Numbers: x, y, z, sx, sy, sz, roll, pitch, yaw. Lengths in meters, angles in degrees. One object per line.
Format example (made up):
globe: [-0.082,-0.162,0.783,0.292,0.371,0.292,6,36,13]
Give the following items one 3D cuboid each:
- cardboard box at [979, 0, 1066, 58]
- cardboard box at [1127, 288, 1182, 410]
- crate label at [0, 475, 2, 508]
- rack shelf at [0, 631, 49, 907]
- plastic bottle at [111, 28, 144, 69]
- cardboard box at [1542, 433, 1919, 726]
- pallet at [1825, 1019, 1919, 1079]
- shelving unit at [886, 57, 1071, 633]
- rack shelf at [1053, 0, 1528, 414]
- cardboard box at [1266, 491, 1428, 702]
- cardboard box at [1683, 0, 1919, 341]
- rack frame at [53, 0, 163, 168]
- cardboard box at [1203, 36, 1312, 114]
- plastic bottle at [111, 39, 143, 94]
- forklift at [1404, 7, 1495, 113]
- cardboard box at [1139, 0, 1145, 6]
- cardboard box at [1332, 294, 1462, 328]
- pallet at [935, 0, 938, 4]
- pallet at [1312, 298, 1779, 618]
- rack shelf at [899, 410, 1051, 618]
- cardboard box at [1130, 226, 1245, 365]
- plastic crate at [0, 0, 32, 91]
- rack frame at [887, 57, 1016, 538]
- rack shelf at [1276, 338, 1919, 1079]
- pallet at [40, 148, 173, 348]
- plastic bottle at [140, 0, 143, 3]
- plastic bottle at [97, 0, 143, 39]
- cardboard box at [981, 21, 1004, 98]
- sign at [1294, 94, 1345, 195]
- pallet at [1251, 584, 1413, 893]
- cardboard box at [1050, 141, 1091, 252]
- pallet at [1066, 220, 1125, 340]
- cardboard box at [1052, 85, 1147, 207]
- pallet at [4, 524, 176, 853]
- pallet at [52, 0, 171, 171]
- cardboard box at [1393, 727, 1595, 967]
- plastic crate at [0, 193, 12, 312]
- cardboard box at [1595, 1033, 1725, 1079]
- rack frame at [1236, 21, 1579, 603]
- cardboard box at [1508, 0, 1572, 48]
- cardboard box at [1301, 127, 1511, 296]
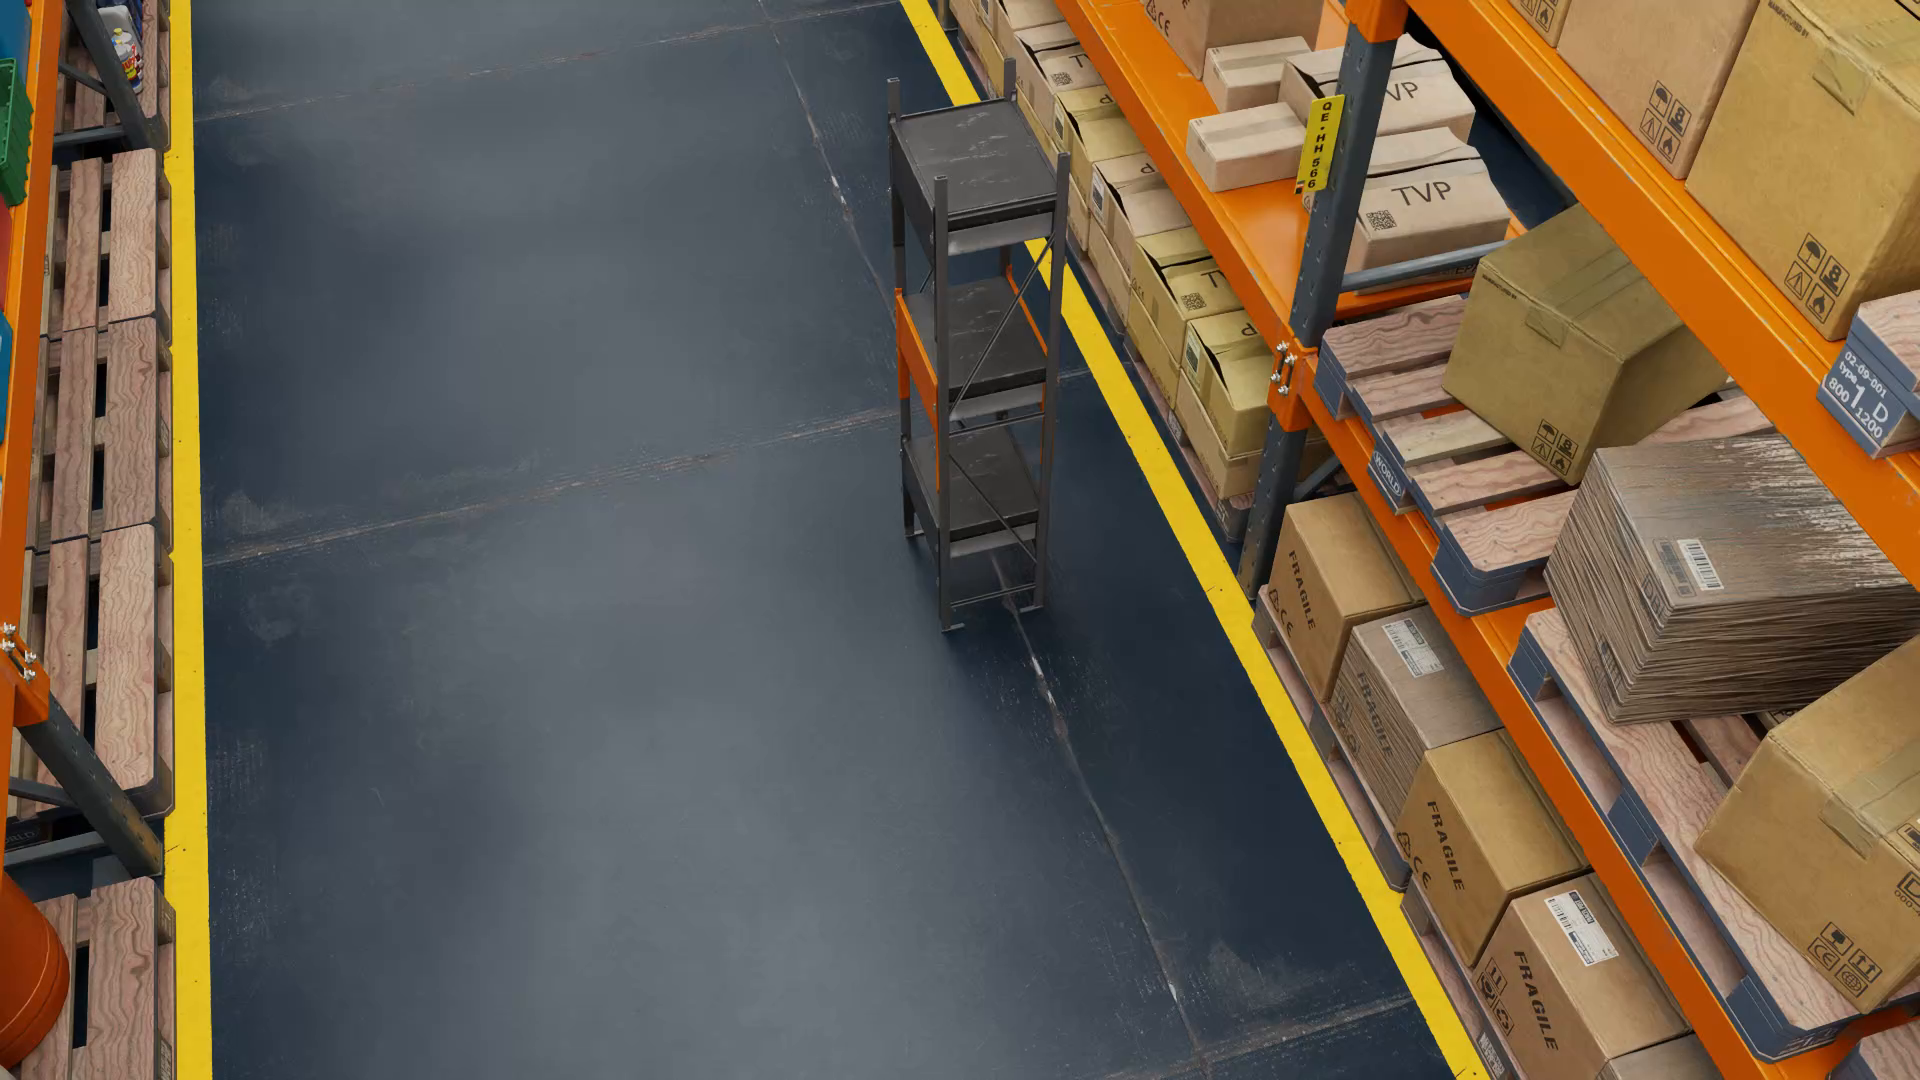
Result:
cardboard box: [0.405,-2.513,7.853,0.500,0.311,0.500,-14,51,-11]
cardboard box: [1.016,-0.841,6.810,0.500,0.250,0.500,-14,51,-11]
crate label: [-2.939,-0.108,4.778,0.303,0.233,0.416,-13,51,-11]
rack shelf: [-2.581,1.923,3.427,1.077,0.370,4.000,-13,51,-11]
plastic bottle: [-4.091,-2.411,8.153,0.097,0.201,0.097,0,50,0]
cardboard box: [1.942,0.091,4.161,0.700,0.500,0.500,-5,50,-4]
pallet: [2.611,1.488,3.449,1.003,0.211,1.213,-13,51,-11]
shelving unit: [0.049,-0.556,5.635,0.431,2.100,0.503,-13,51,-11]
rack shelf: [0.969,-2.116,6.832,1.077,0.370,4.000,-13,51,-11]
cardboard box: [1.422,0.174,5.778,0.500,0.500,0.500,-11,51,-9]
cardboard box: [2.026,-0.822,3.244,0.910,0.500,0.500,-13,51,-11]
rack frame: [-4.355,-2.691,6.846,1.000,3.000,0.127,-13,51,-11]
cardboard box: [1.129,-1.724,6.196,0.380,0.149,0.250,-10,51,-8]
plastic bottle: [-4.031,-2.285,8.001,0.097,0.271,0.097,0,50,0]
forklift: [3.344,-2.872,7.044,1.130,2.935,3.031,-20,53,-16]
cardboard box: [0.893,-2.525,6.641,0.500,0.500,0.500,-13,51,-11]
cardboard box: [1.686,-0.765,6.380,0.500,0.311,0.500,-12,51,-10]
pallet: [0.182,-3.500,9.352,1.003,0.211,1.213,-13,51,-11]
pallet: [1.828,-0.346,4.995,1.213,0.211,1.003,-13,51,-11]
rack shelf: [0.049,-0.096,6.181,0.431,0.518,0.480,-13,51,-11]
cardboard box: [1.010,-1.021,6.596,0.500,0.311,0.500,-14,51,-12]
plastic crate: [-3.732,-1.950,6.232,0.392,0.384,0.575,-13,51,-11]
rack frame: [-0.023,-0.734,5.785,0.400,2.100,0.015,-13,51,-11]
rack shelf: [2.152,0.806,4.369,1.077,0.370,4.000,-13,51,-11]
pallet: [-4.086,-1.227,7.436,1.003,0.211,1.213,-13,51,-11]
plastic bottle: [-4.263,-2.908,8.519,0.061,0.283,0.133,-11,51,-9]
plastic bottle: [-4.198,-2.662,8.267,0.144,0.351,0.185,-12,51,-10]
cardboard box: [0.410,-2.333,8.068,0.500,0.250,0.500,-12,51,-10]
sign: [1.031,-1.132,4.775,0.100,0.325,0.005,-13,51,-11]
pallet: [1.745,0.566,5.925,1.003,0.211,1.213,-13,51,-11]
cardboard box: [0.715,-1.584,7.436,0.500,0.250,0.500,-12,51,-10]
pallet: [0.997,-1.487,7.656,1.003,0.211,1.213,-13,51,-11]
cardboard box: [0.718,-1.757,7.216,0.500,0.311,0.500,-12,51,-10]
pallet: [-3.365,0.555,5.934,1.003,0.211,1.213,-13,51,-11]
pallet: [-4.514,-2.292,8.334,1.003,0.211,1.213,-13,51,-11]
cardboard box: [1.726,0.923,5.147,0.500,0.500,0.500,-14,51,-11]
plastic crate: [-3.358,-1.039,5.412,0.402,0.464,0.583,-13,51,-11]
cardboard box: [2.037,1.674,4.514,0.500,0.500,0.500,-13,51,-11]
rack frame: [1.560,-0.887,5.325,1.000,3.000,0.127,-13,51,-11]
cardboard box: [1.722,-1.575,3.878,0.910,0.500,0.500,-13,51,-11]
cardboard box: [1.495,-1.133,5.592,0.500,0.311,0.500,-10,51,-9]
